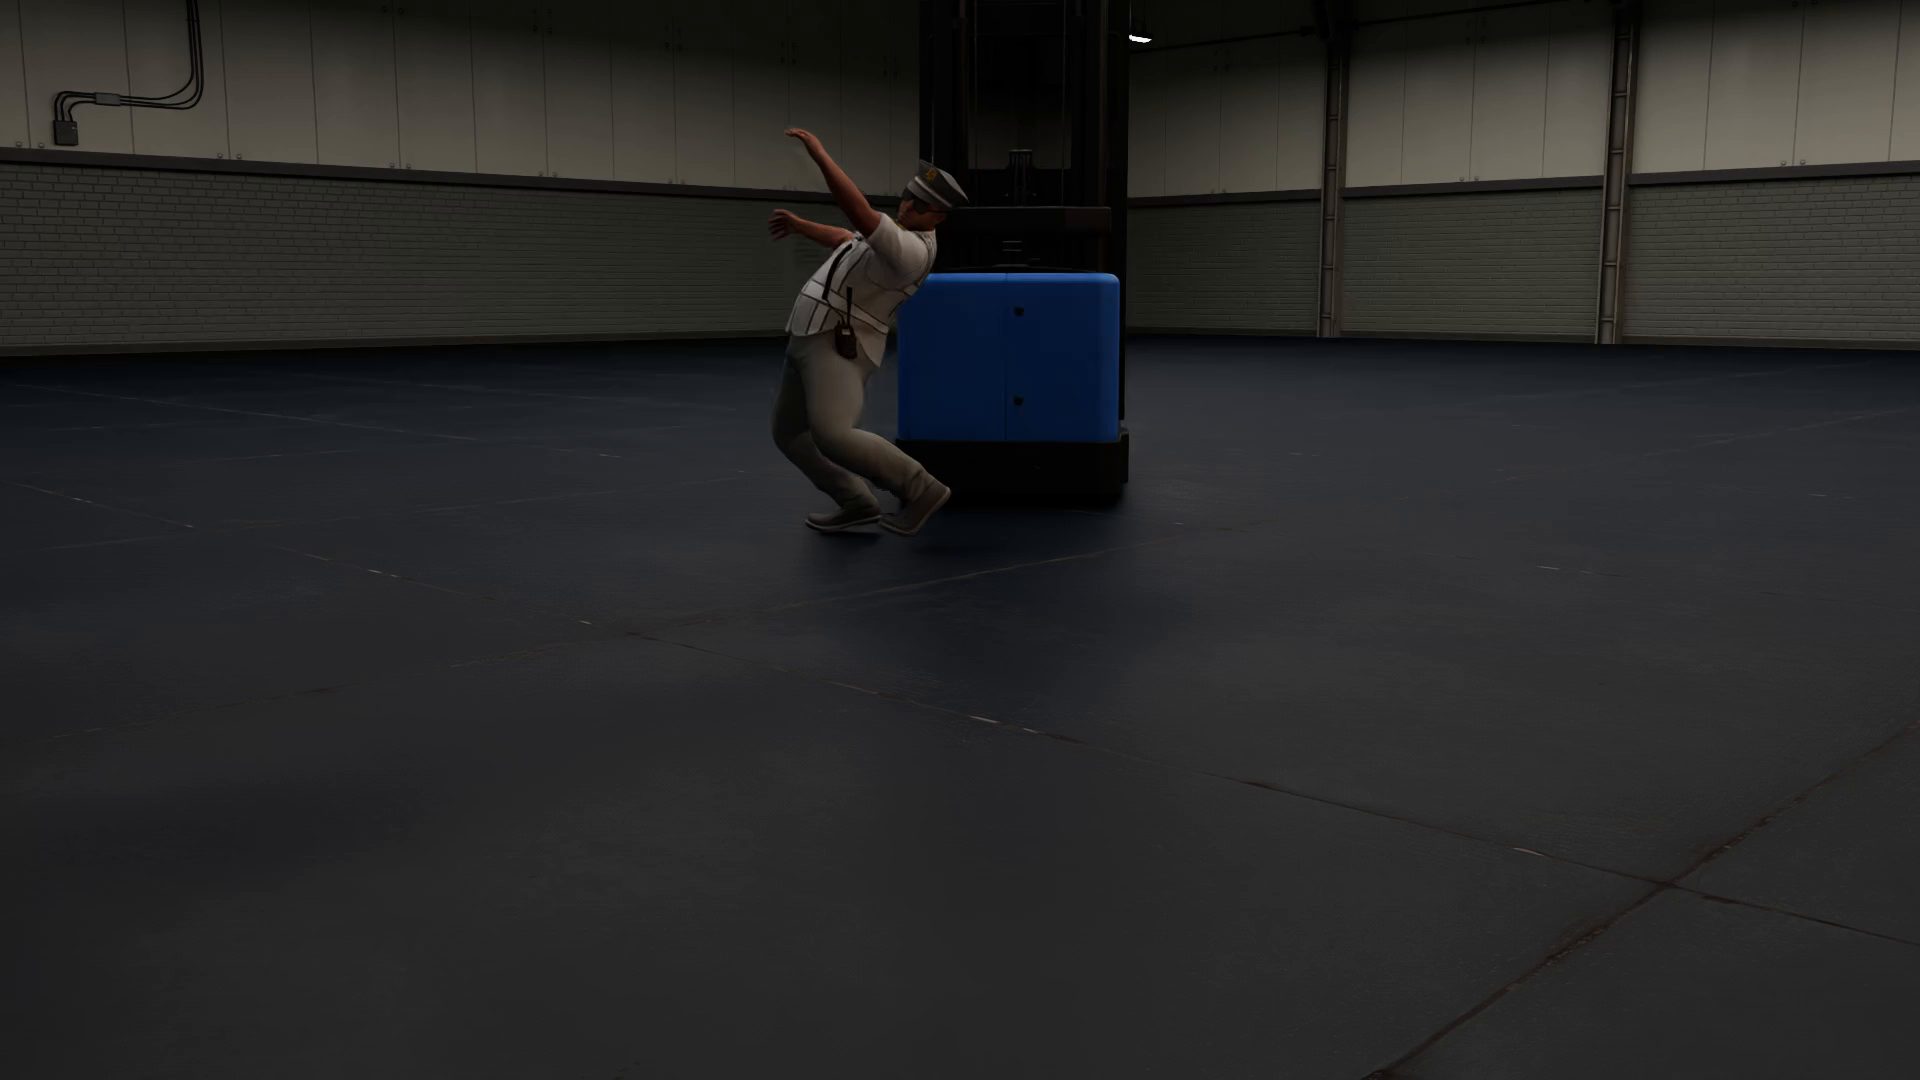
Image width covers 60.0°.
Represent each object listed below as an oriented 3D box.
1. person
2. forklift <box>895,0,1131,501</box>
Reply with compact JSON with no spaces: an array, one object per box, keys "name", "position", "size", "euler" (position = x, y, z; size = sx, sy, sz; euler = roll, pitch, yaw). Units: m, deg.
[{"name":"person","position":[-0.430,-0.825,6.779],"size":[0.737,1.594,1.072],"euler":[-3,9,-22]},{"name":"forklift","position":[0.357,-1.818,8.944],"size":[1.130,2.935,3.031],"euler":[1,9,6]}]
